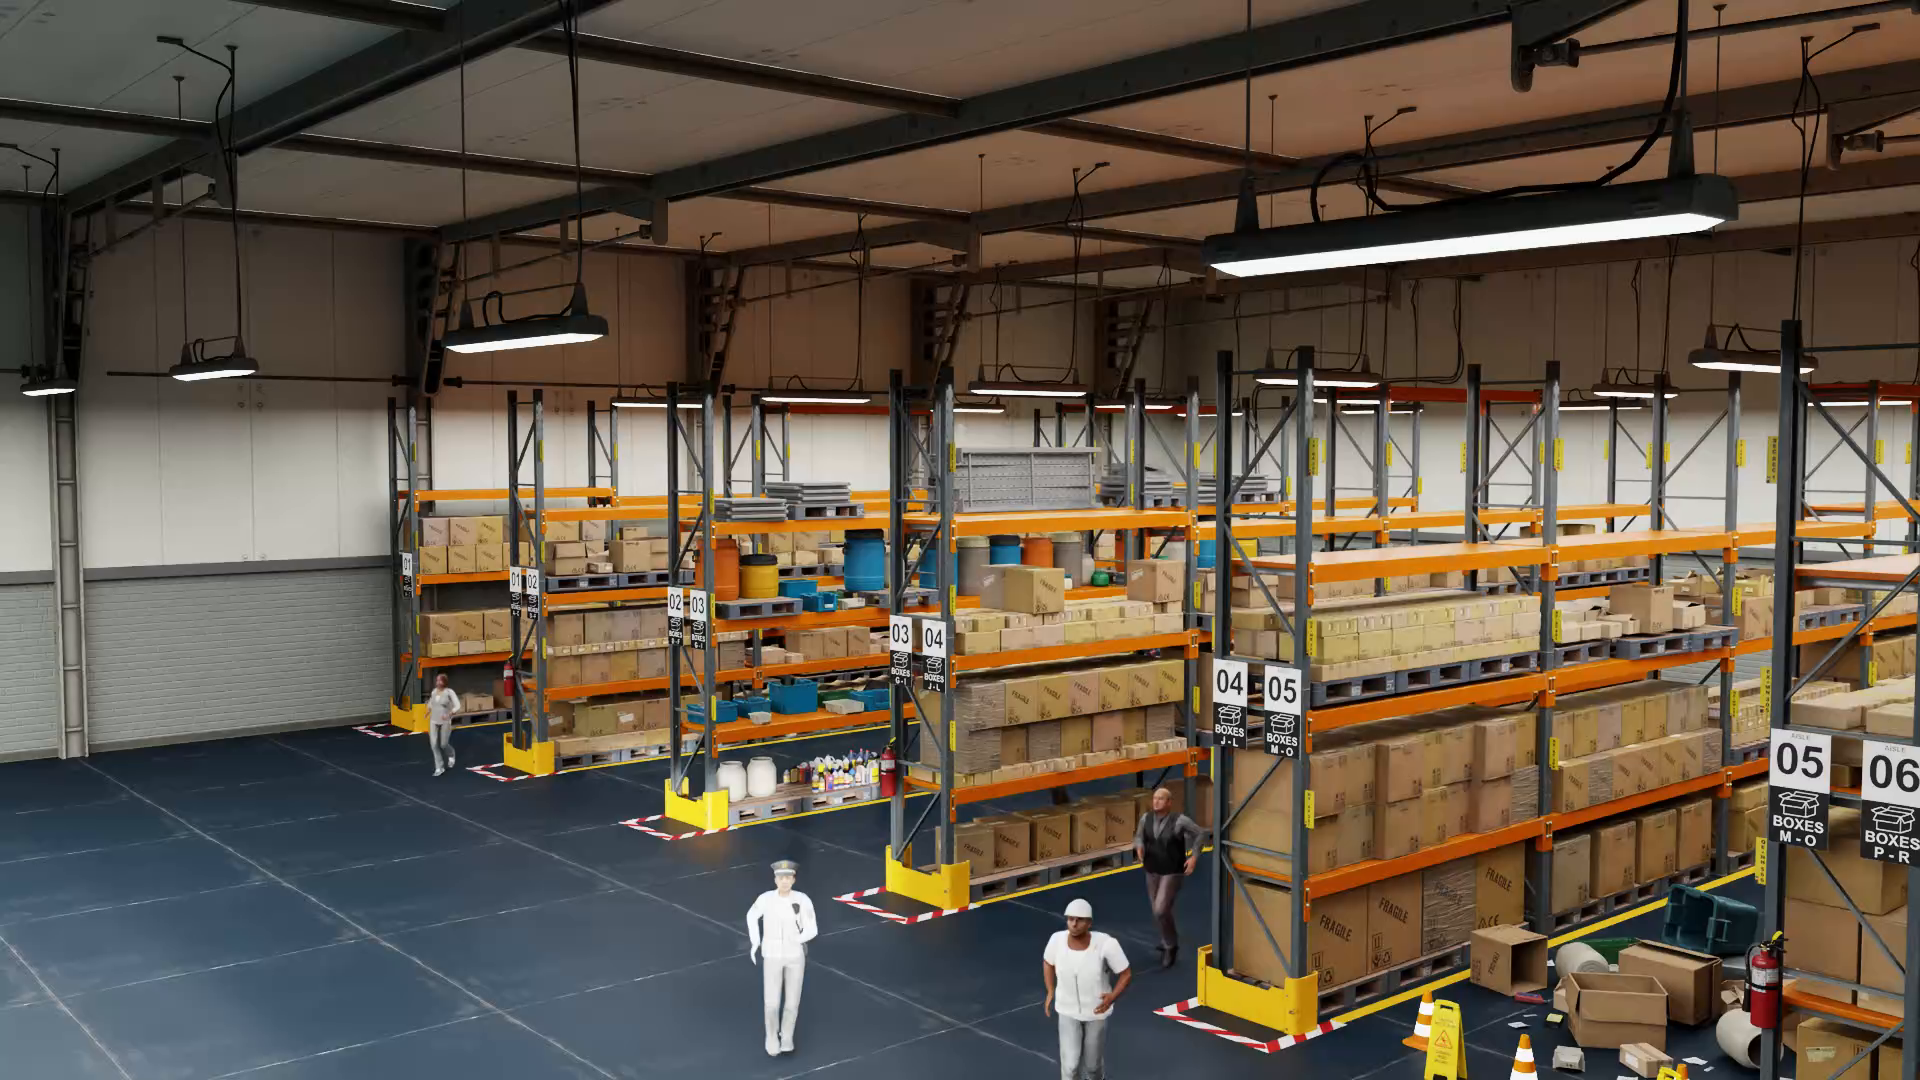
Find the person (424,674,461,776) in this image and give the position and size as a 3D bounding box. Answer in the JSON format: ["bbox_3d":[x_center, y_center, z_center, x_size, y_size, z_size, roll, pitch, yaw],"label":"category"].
[{"bbox_3d":[-8.103,2.883,26.066,0.561,1.581,0.571,0,3,7],"label":"person"}]

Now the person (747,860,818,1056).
[{"bbox_3d":[-1.485,3.501,13.916,0.586,1.666,0.641,0,3,-8],"label":"person"}]

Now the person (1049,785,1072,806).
[{"bbox_3d":[1.334,3.020,22.623,0.714,1.714,0.556,-3,5,-45],"label":"person"}]

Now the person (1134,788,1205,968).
[{"bbox_3d":[2.031,3.349,16.548,0.673,1.769,0.722,3,4,38],"label":"person"}]

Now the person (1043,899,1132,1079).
[{"bbox_3d":[0.946,3.547,12.482,0.694,1.780,0.864,1,3,14],"label":"person"}]
